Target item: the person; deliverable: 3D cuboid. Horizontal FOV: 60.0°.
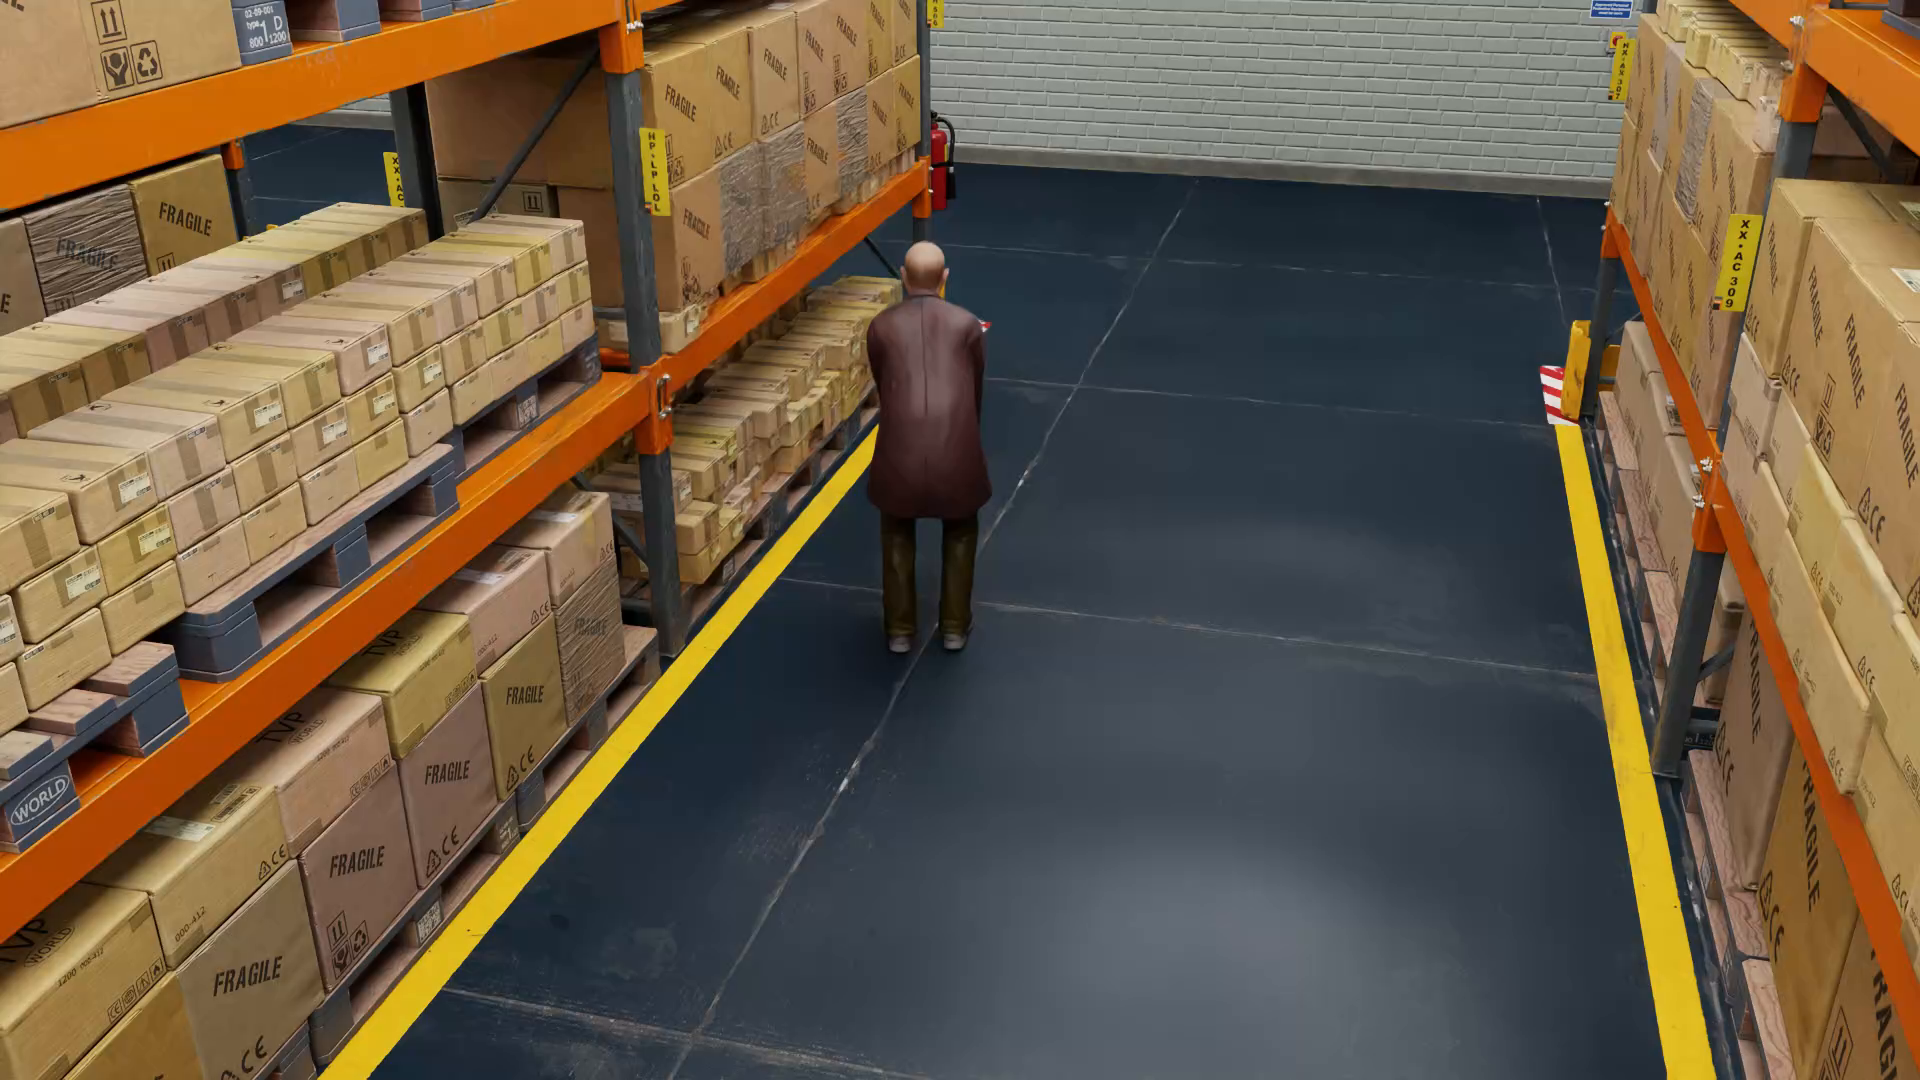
[{"bbox_3d":[-0.126,-0.386,7.032,0.537,1.719,0.627,1,25,3],"label":"person"}]
